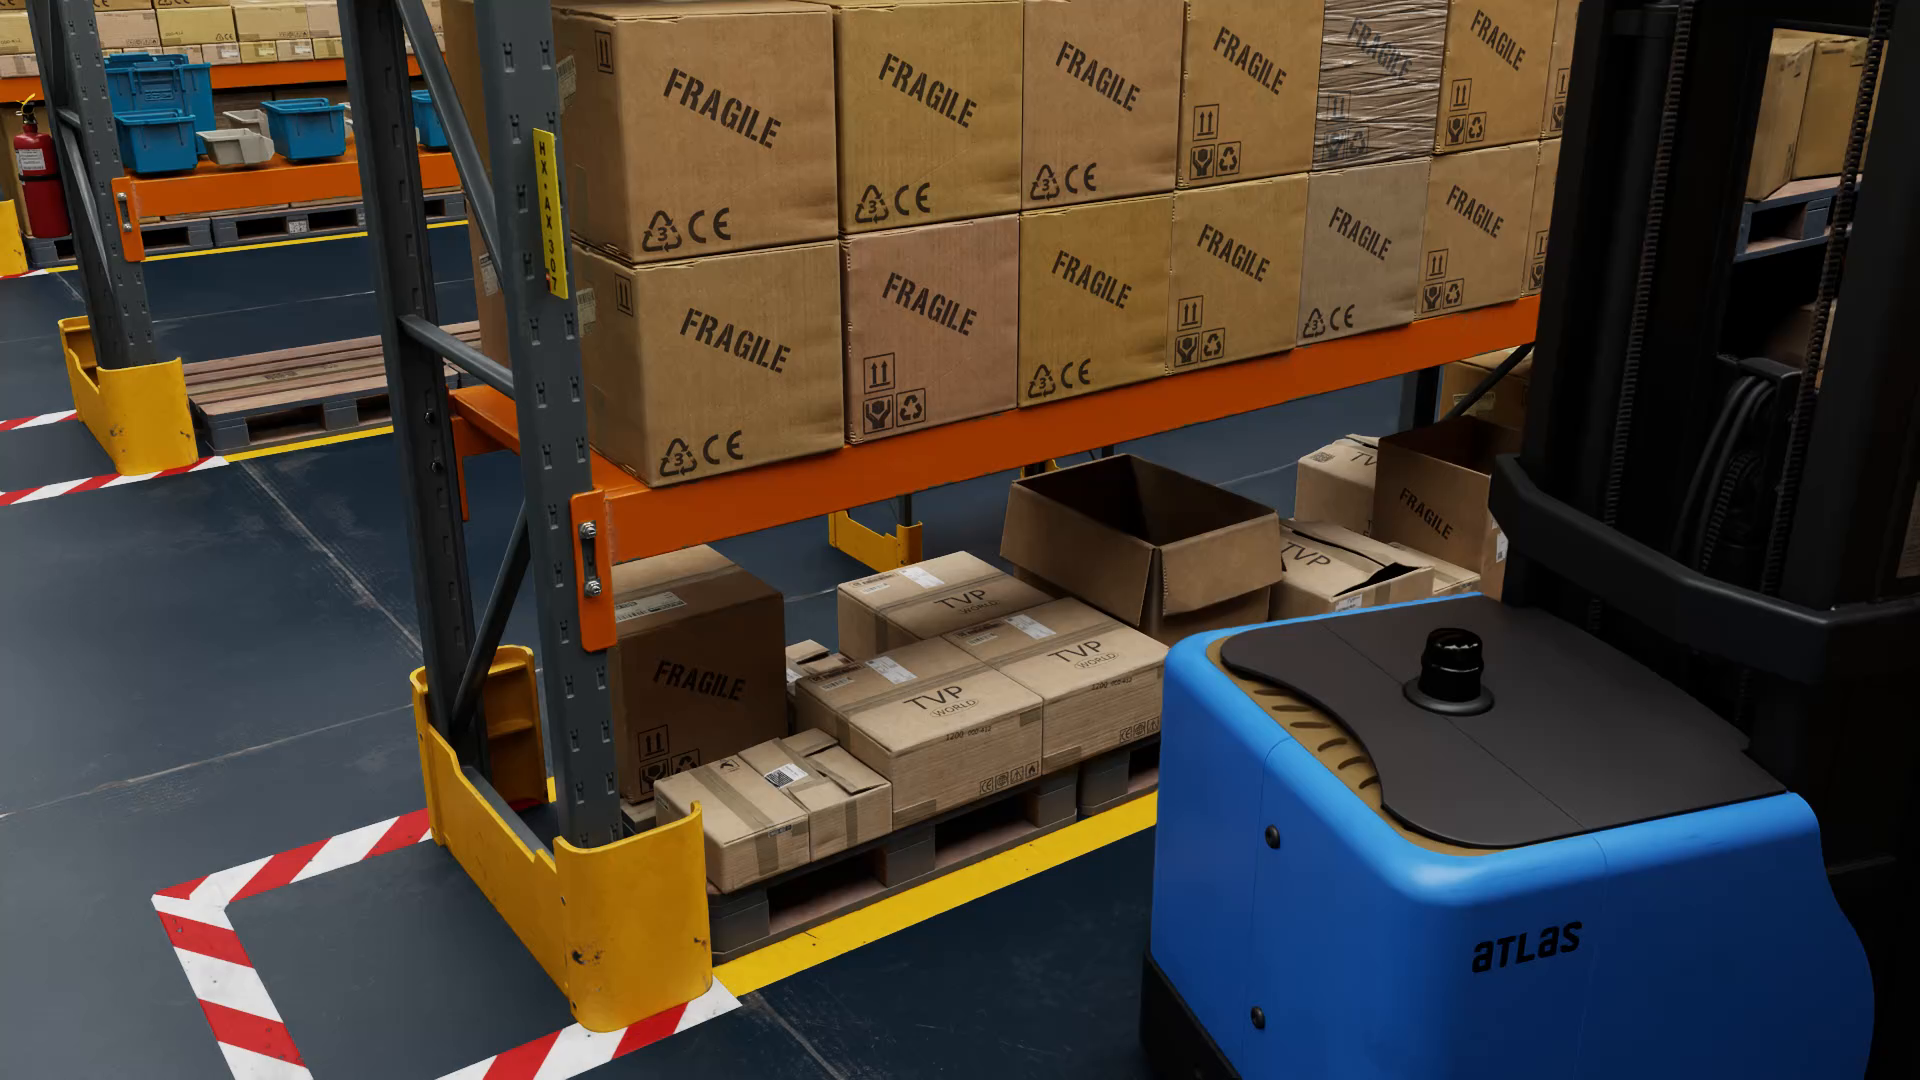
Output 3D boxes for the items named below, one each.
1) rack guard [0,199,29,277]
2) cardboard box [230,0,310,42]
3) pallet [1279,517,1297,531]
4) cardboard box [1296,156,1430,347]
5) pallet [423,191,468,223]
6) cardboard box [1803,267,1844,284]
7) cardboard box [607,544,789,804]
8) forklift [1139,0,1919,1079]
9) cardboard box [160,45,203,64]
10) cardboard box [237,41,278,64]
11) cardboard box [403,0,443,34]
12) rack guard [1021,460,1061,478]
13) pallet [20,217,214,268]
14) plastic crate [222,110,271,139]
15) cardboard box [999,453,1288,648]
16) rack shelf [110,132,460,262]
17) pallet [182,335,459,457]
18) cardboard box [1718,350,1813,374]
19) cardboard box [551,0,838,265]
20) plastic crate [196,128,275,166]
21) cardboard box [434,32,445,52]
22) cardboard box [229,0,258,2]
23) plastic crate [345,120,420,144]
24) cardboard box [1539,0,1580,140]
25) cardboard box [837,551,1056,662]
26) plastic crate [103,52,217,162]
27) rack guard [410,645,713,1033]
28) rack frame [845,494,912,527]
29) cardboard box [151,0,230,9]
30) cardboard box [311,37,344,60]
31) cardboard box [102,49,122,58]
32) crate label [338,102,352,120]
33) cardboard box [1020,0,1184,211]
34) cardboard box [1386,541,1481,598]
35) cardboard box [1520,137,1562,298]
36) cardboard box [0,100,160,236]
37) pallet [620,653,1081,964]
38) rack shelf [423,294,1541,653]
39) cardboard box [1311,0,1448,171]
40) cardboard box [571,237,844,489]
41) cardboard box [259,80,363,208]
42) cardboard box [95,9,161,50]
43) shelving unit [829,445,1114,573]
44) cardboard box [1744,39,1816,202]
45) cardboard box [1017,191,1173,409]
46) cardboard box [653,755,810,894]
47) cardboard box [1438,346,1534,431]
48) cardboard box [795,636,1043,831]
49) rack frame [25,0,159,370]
[{"bbox_3d":[-6.933,-2.222,11.790,0.348,0.500,1.175,-15,26,-33],"label":"rack guard"},{"bbox_3d":[-5.117,-3.816,12.213,0.500,0.250,0.500,-16,27,-34],"label":"cardboard box"},{"bbox_3d":[1.558,0.171,6.184,1.213,0.211,1.003,-15,26,-33],"label":"pallet"},{"bbox_3d":[1.027,-0.910,4.995,0.500,0.500,0.500,-14,26,-32],"label":"cardboard box"},{"bbox_3d":[-4.329,-2.818,13.673,1.213,0.211,1.003,-15,26,-33],"label":"pallet"},{"bbox_3d":[3.870,-1.021,7.175,0.500,0.250,0.500,-16,26,-34],"label":"cardboard box"},{"bbox_3d":[-0.833,0.358,4.731,0.500,0.500,0.500,-15,26,-33],"label":"cardboard box"},{"bbox_3d":[1.988,-0.170,3.367,3.031,2.935,1.130,-7,23,-17],"label":"forklift"},{"bbox_3d":[-5.599,-3.472,11.889,0.250,0.149,0.380,-16,27,-34],"label":"cardboard box"},{"bbox_3d":[-5.185,-3.582,12.165,0.250,0.149,0.380,-16,27,-34],"label":"cardboard box"},{"bbox_3d":[-4.290,-4.035,12.762,0.500,0.250,0.500,-14,26,-31],"label":"cardboard box"},{"bbox_3d":[0.466,-0.240,7.162,0.087,0.250,0.587,-15,26,-33],"label":"rack guard"},{"bbox_3d":[-6.310,-2.290,12.349,1.213,0.211,1.003,-15,26,-33],"label":"pallet"},{"bbox_3d":[-3.464,-2.034,8.222,0.243,0.136,0.396,-15,26,-33],"label":"plastic crate"},{"bbox_3d":[0.594,0.091,5.397,0.637,0.503,0.797,-15,26,-33],"label":"cardboard box"},{"bbox_3d":[-2.397,-1.997,8.824,4.000,0.370,1.077,-15,26,-33],"label":"rack shelf"},{"bbox_3d":[-3.329,-0.770,8.540,1.213,0.211,1.003,-15,26,-33],"label":"pallet"},{"bbox_3d":[3.078,-0.466,6.797,0.500,0.500,0.500,-14,26,-32],"label":"cardboard box"},{"bbox_3d":[-0.617,-0.935,3.707,0.500,0.500,0.500,-14,26,-31],"label":"cardboard box"},{"bbox_3d":[-3.319,-1.802,7.641,0.298,0.136,0.250,-15,26,-33],"label":"plastic crate"},{"bbox_3d":[-4.140,-3.861,12.865,0.250,0.149,0.380,-15,26,-34],"label":"cardboard box"},{"bbox_3d":[-5.429,-3.975,12.612,0.500,0.250,0.500,-15,26,-33],"label":"cardboard box"},{"bbox_3d":[-2.769,-1.949,8.009,0.298,0.136,0.250,-15,26,-33],"label":"plastic crate"},{"bbox_3d":[1.857,-1.596,5.365,0.500,0.500,0.500,-15,26,-33],"label":"cardboard box"},{"bbox_3d":[-0.045,0.277,5.270,0.500,0.250,0.500,-15,26,-33],"label":"cardboard box"},{"bbox_3d":[-3.858,-2.071,7.910,0.499,0.435,0.616,-15,26,-33],"label":"plastic crate"},{"bbox_3d":[-1.069,0.738,4.374,0.348,0.500,1.175,-15,26,-33],"label":"rack guard"},{"bbox_3d":[-0.343,-0.605,6.389,0.032,1.500,0.500,-15,26,-33],"label":"rack frame"},{"bbox_3d":[-5.543,-4.050,11.787,0.500,0.500,0.500,-16,27,-34],"label":"cardboard box"},{"bbox_3d":[-4.765,-3.694,12.446,0.250,0.149,0.380,-15,26,-34],"label":"cardboard box"},{"bbox_3d":[-6.017,-3.360,11.609,0.250,0.149,0.380,-16,27,-34],"label":"cardboard box"},{"bbox_3d":[-3.009,-2.160,8.538,0.243,0.136,0.396,-15,26,-33],"label":"crate label"},{"bbox_3d":[0.212,-1.157,4.264,0.500,0.500,0.500,-15,26,-32],"label":"cardboard box"},{"bbox_3d":[1.550,0.155,5.714,0.250,0.149,0.380,-15,26,-33],"label":"cardboard box"},{"bbox_3d":[1.860,-1.134,5.556,0.500,0.500,0.500,-14,26,-32],"label":"cardboard box"},{"bbox_3d":[-6.440,-2.759,12.063,0.875,0.875,0.875,-15,26,-33],"label":"cardboard box"},{"bbox_3d":[-0.423,0.699,4.860,1.213,0.211,1.003,-15,26,-33],"label":"pallet"},{"bbox_3d":[0.493,-0.506,5.087,4.000,0.370,1.077,-15,26,-33],"label":"rack shelf"},{"bbox_3d":[1.033,-1.376,4.812,0.500,0.500,0.500,-15,26,-32],"label":"cardboard box"},{"bbox_3d":[-0.617,-0.470,3.892,0.500,0.500,0.500,-14,26,-32],"label":"cardboard box"},{"bbox_3d":[-4.979,-3.149,13.040,0.875,0.875,0.875,-15,26,-33],"label":"cardboard box"},{"bbox_3d":[-5.948,-3.594,11.656,0.500,0.250,0.500,-15,26,-33],"label":"cardboard box"},{"bbox_3d":[0.062,-0.713,6.660,1.083,1.500,0.587,-15,26,-33],"label":"shelving unit"},{"bbox_3d":[2.631,-1.550,6.031,0.700,0.500,0.500,14,26,32],"label":"cardboard box"},{"bbox_3d":[0.208,-0.691,4.446,0.500,0.500,0.500,-15,26,-33],"label":"cardboard box"},{"bbox_3d":[-0.590,0.726,4.284,0.250,0.149,0.380,-15,26,-33],"label":"cardboard box"},{"bbox_3d":[2.349,-0.509,6.904,0.500,0.500,0.500,-15,26,-33],"label":"cardboard box"},{"bbox_3d":[-0.118,0.525,4.649,0.500,0.250,0.500,-15,26,-33],"label":"cardboard box"},{"bbox_3d":[-4.021,-1.898,7.606,0.127,3.000,1.000,-15,26,-33],"label":"rack frame"}]
